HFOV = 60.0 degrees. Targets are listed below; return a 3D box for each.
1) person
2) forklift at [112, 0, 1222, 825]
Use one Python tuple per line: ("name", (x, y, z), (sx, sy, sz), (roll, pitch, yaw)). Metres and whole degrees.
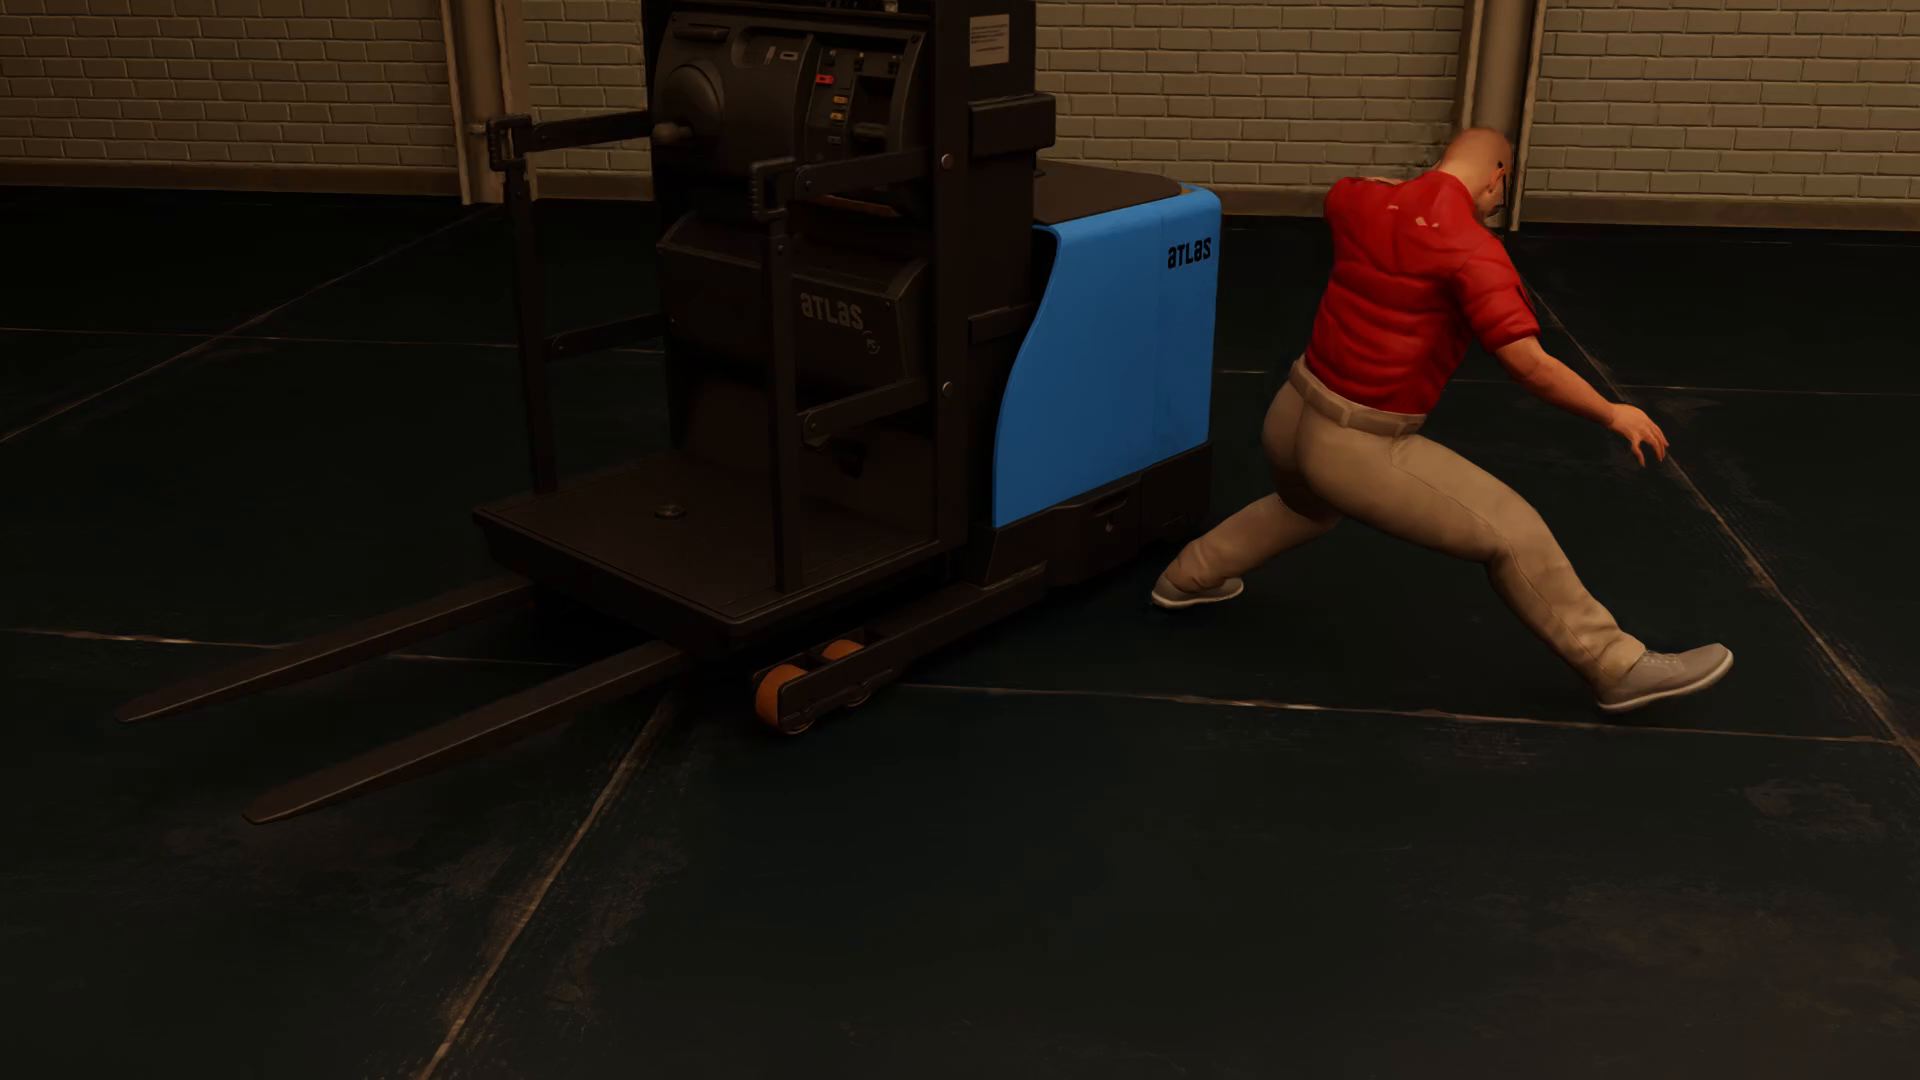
("person", (1.190, -0.320, 4.162), (1.029, 1.383, 1.225), (-7, 23, -17))
("forklift", (-0.587, -1.105, 3.997), (1.130, 2.935, 3.031), (19, 29, 39))
